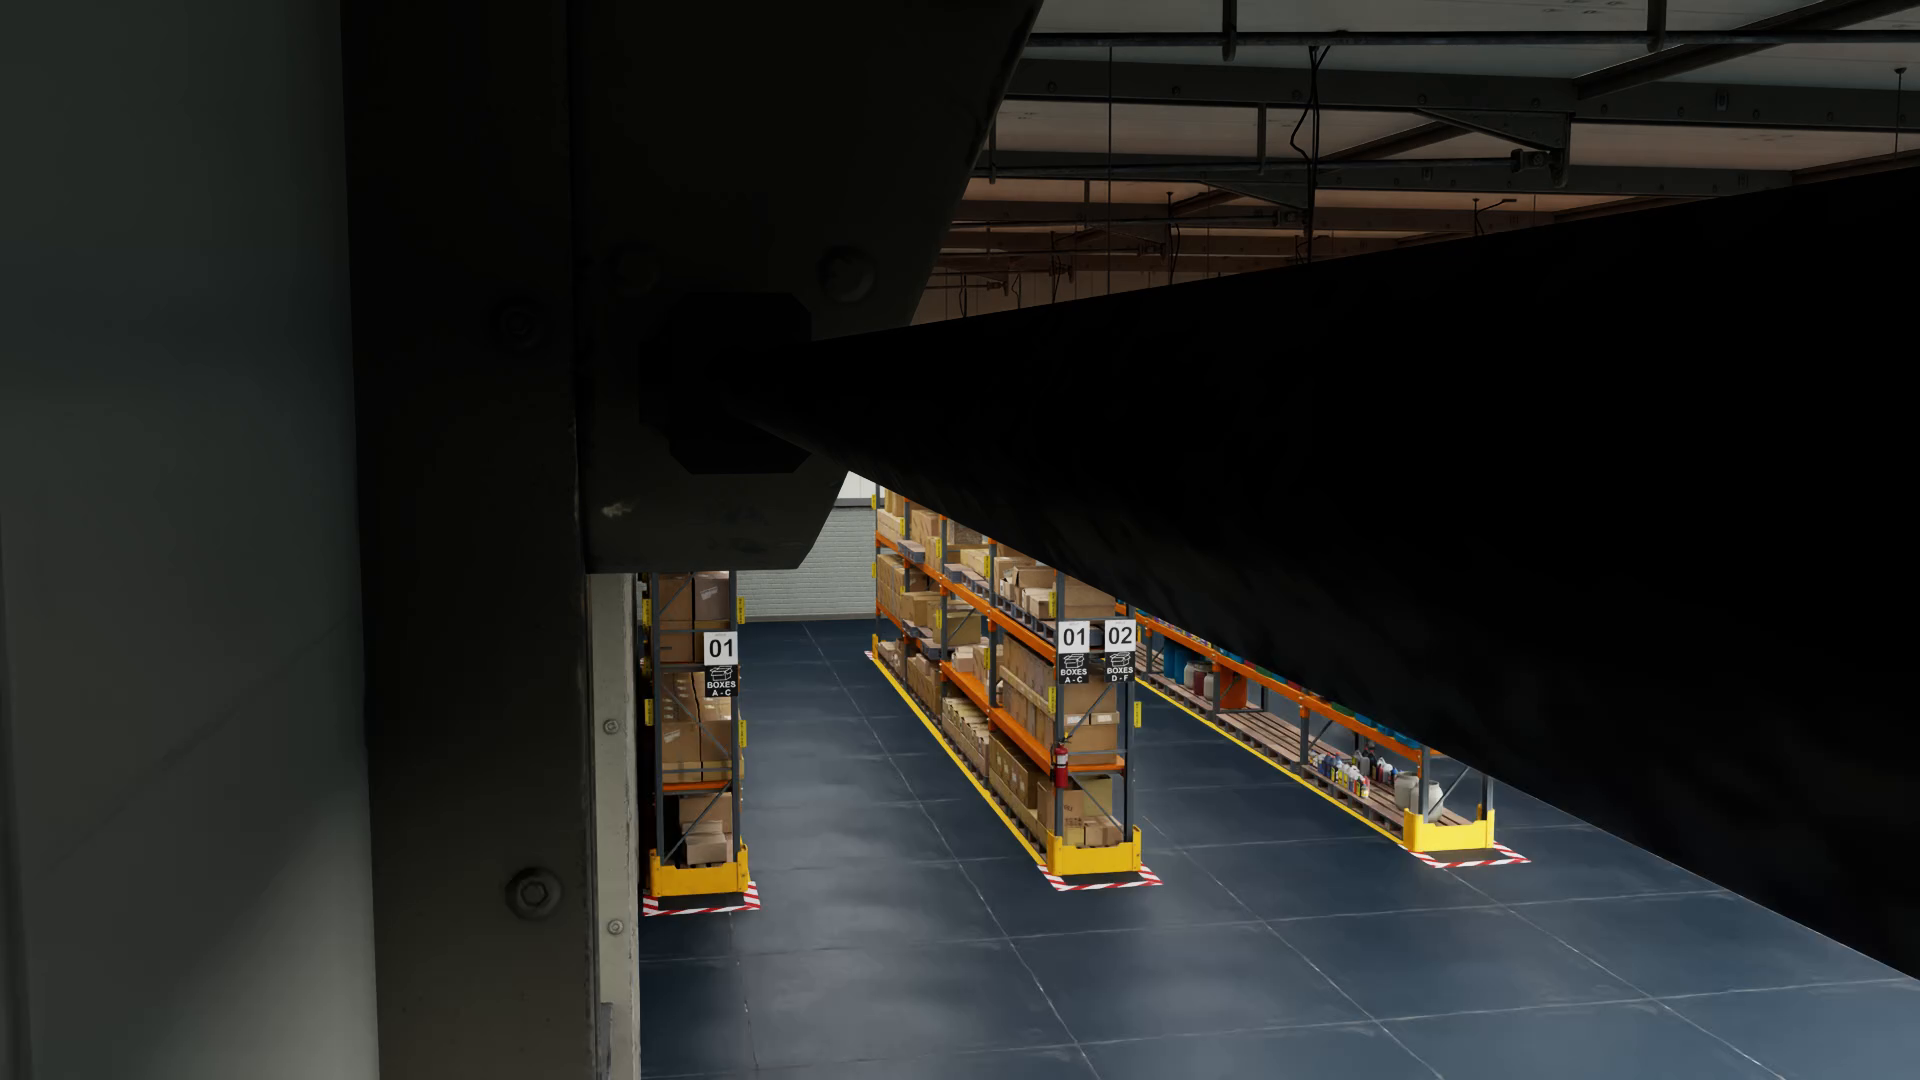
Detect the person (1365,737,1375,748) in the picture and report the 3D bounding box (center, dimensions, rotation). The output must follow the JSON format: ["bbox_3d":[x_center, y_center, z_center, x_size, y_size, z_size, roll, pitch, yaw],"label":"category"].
[{"bbox_3d":[6.875,2.613,28.105,0.620,1.695,0.849,0,6,2],"label":"person"}]
